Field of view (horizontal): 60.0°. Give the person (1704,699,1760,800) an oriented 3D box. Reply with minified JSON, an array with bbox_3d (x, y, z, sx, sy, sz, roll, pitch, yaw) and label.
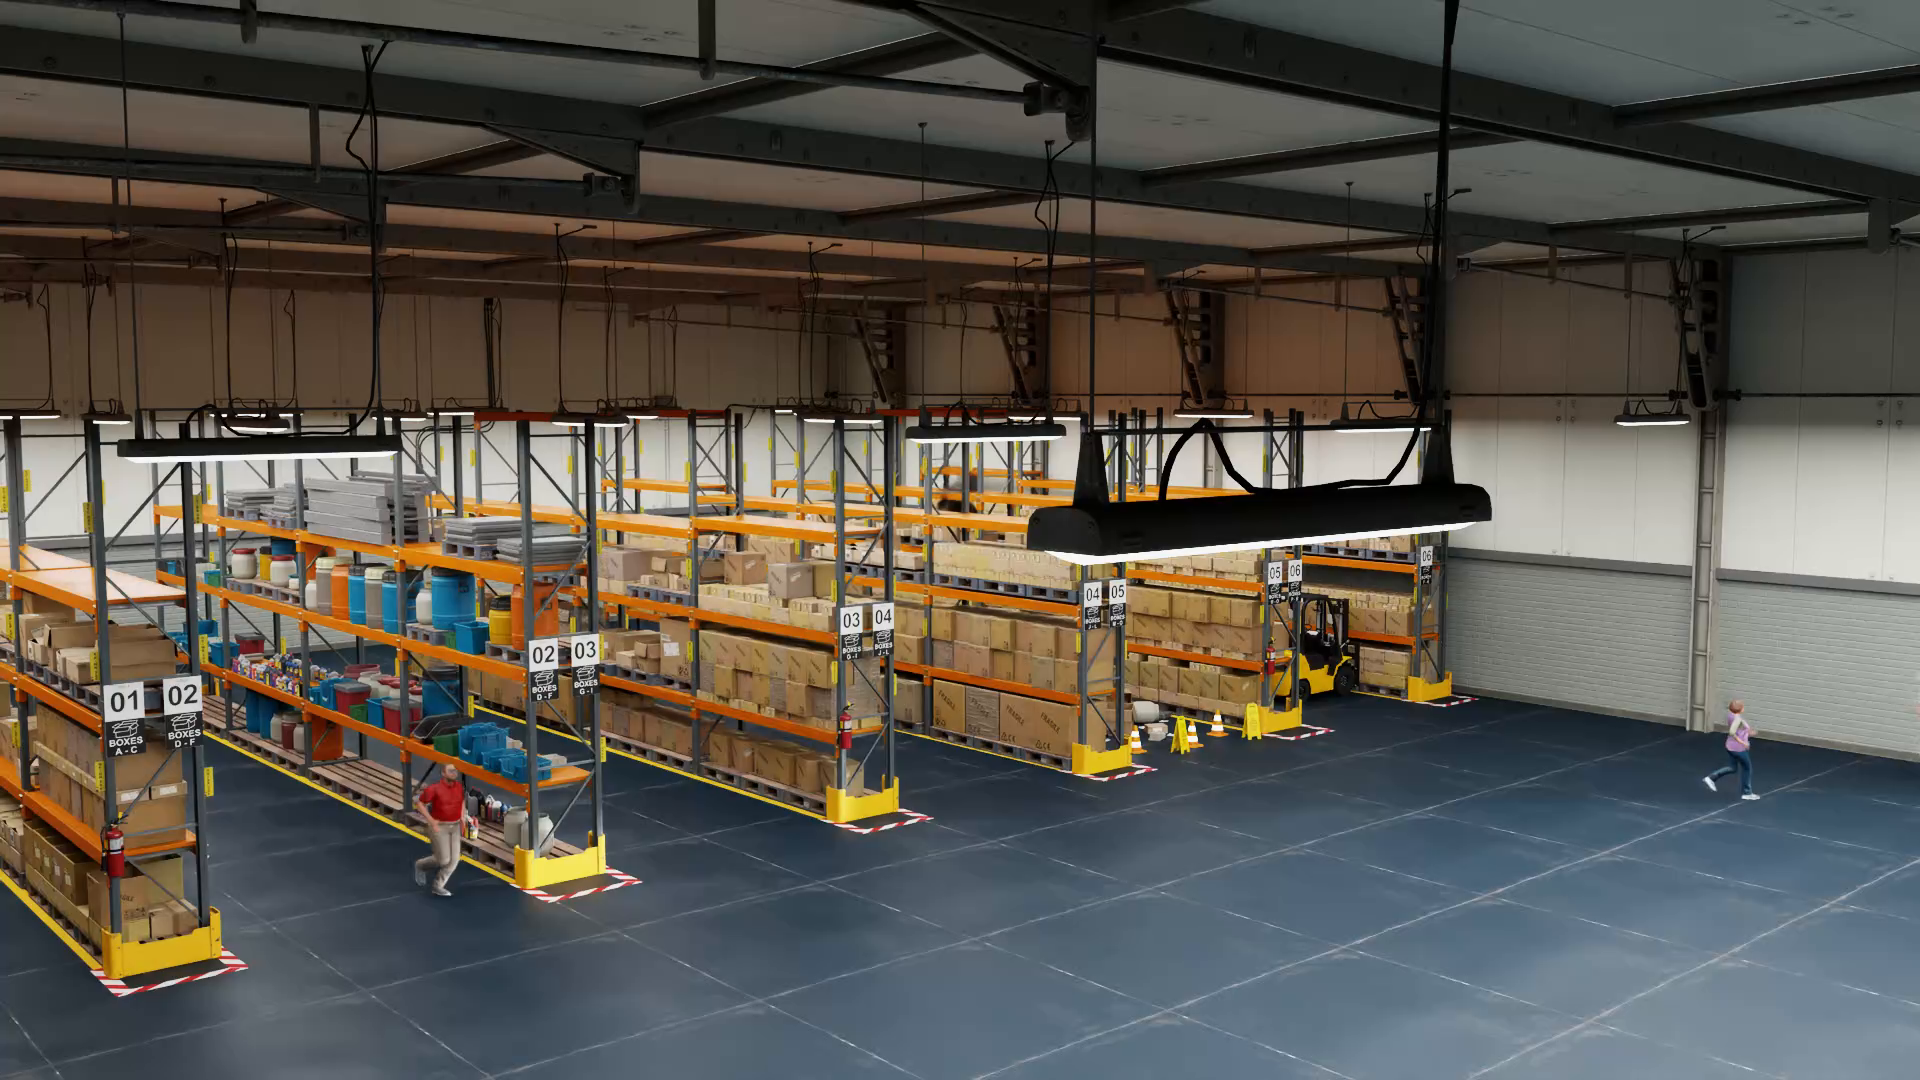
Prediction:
[{"bbox_3d":[12.078,3.264,25.928,0.822,1.571,0.547,0,5,5],"label":"person"}]

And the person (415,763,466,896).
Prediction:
[{"bbox_3d":[-6.561,3.654,21.144,0.602,1.663,0.664,3,6,33],"label":"person"}]

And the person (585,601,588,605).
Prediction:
[{"bbox_3d":[-8.493,2.205,37.784,0.639,1.621,0.500,-4,7,-40],"label":"person"}]
